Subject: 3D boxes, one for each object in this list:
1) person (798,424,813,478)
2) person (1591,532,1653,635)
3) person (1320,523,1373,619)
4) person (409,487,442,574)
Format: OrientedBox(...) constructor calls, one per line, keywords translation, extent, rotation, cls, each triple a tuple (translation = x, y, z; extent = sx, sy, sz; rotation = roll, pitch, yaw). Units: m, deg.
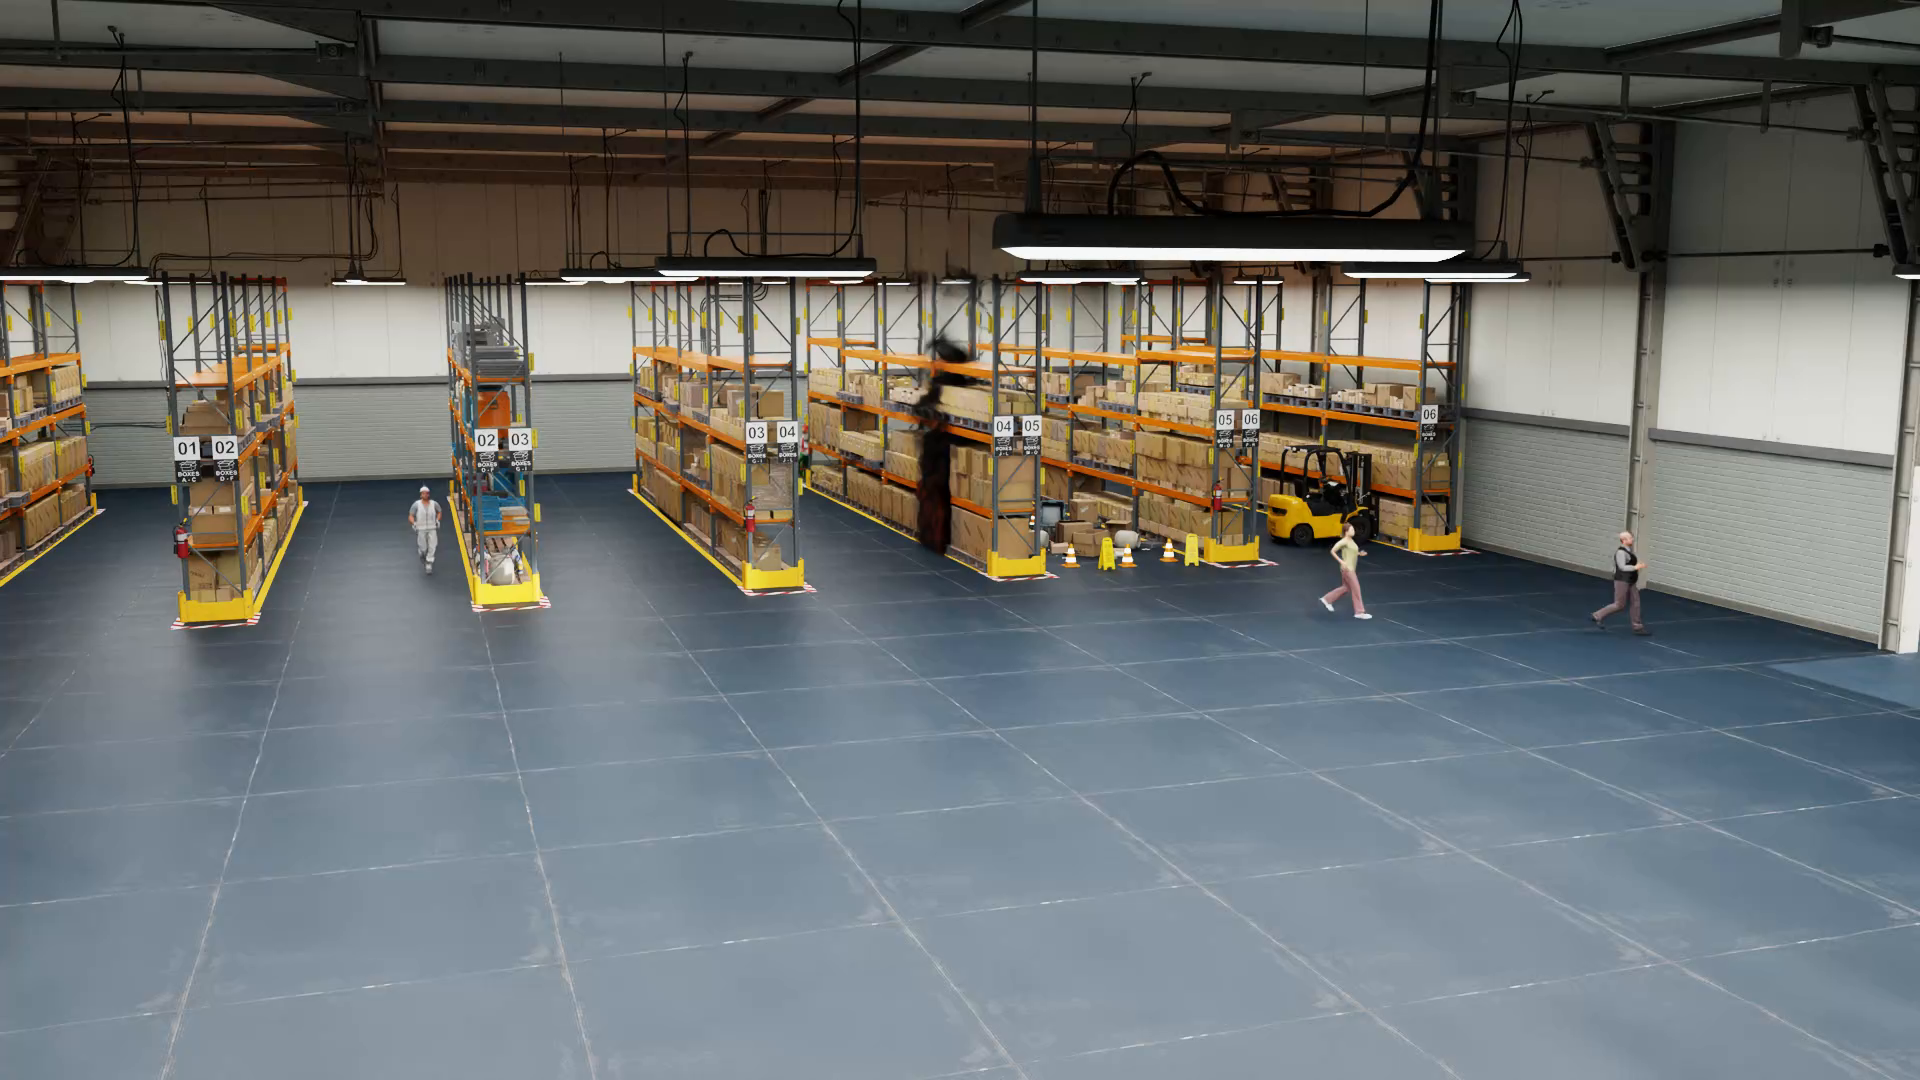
OrientedBox(translation=(-4.650, -2.618, 49.652), extent=(0.637, 1.734, 0.794), rotation=(-1, 9, -9), cls="person")
OrientedBox(translation=(11.019, 0.712, 27.573), extent=(0.963, 1.700, 0.661), rotation=(6, 10, 35), cls="person")
OrientedBox(translation=(6.757, 0.520, 29.008), extent=(0.960, 1.646, 0.581), rotation=(5, 10, 29), cls="person")
OrientedBox(translation=(-10.813, -0.212, 33.733), extent=(0.656, 1.749, 0.704), rotation=(-4, 10, -25), cls="person")
